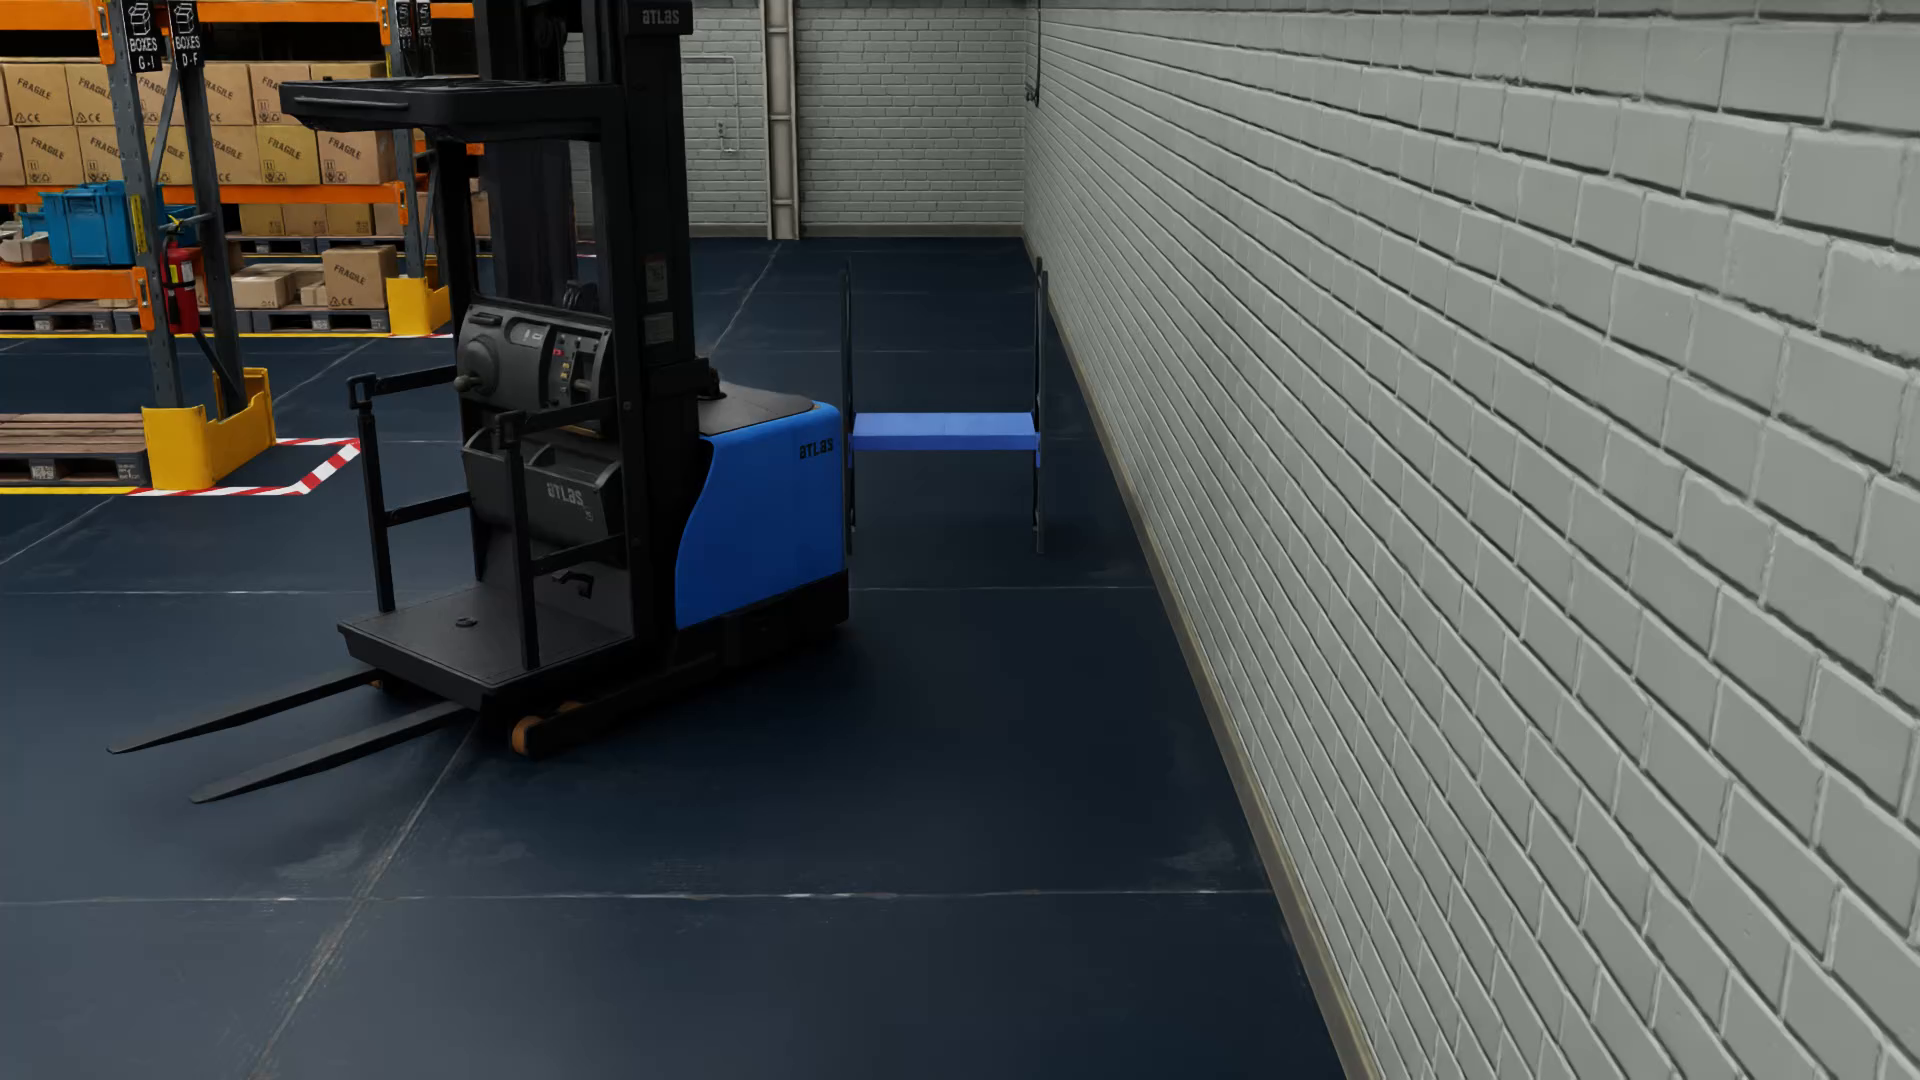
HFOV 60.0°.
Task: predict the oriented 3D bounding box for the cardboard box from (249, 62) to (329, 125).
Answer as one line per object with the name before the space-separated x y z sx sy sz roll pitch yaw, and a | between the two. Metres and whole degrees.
cardboard box | -5.745 -3.850 14.337 0.500 0.500 0.500 0 18 1

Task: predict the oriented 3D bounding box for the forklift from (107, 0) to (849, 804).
forklift | -1.844 -0.722 6.501 1.130 2.935 3.031 14 23 38

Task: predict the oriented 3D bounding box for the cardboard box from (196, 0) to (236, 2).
cardboard box | -6.309 -4.683 14.071 0.500 0.250 0.500 0 18 -1

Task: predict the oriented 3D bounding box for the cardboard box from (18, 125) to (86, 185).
cardboard box | -7.773 -3.366 14.465 0.500 0.500 0.500 0 18 0

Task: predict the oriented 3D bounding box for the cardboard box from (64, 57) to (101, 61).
cardboard box | -9.855 -5.384 19.010 0.500 0.250 0.500 0 18 0

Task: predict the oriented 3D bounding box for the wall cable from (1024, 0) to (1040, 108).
wall cable | 0.779 -6.224 18.801 0.112 2.526 3.097 0 18 -1

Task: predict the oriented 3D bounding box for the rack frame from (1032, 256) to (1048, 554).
rack frame | 0.423 -0.716 8.825 0.032 1.500 0.500 0 18 -1

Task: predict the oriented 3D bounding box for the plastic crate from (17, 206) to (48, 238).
plastic crate | -5.635 -1.947 10.382 0.300 0.233 0.416 0 18 -1

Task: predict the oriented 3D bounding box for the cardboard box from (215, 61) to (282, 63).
cardboard box | -6.270 -4.011 14.840 0.500 0.500 0.500 0 18 0

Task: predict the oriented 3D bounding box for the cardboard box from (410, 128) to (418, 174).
cardboard box | -5.247 -3.541 15.011 0.500 0.500 0.500 0 18 0

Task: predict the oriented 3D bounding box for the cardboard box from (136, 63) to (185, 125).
cardboard box | -6.777 -3.843 14.317 0.500 0.500 0.500 0 18 1

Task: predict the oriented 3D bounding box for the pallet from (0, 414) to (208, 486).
pallet | -5.550 -0.582 10.516 1.213 0.211 1.003 0 18 -1

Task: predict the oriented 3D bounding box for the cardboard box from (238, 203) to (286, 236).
cardboard box | -8.132 -3.890 19.669 0.500 0.500 0.700 0 18 0

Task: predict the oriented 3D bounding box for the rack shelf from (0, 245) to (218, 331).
rack shelf | -6.725 -1.550 10.145 4.000 0.370 1.077 0 18 -1

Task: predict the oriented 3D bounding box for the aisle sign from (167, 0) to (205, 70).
aisle sign | -4.658 -3.231 9.952 0.004 0.787 0.394 0 18 -1

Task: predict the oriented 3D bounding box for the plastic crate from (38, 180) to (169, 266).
plastic crate | -5.057 -1.889 9.868 0.499 0.435 0.616 0 18 -1

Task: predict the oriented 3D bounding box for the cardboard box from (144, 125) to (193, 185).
cardboard box | -6.764 -3.370 14.480 0.500 0.500 0.500 -1 18 -2

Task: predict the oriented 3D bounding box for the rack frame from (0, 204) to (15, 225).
rack frame | -8.799 -3.395 14.722 0.127 3.000 1.000 0 18 -1

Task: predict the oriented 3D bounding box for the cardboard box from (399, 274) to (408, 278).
cardboard box | -5.224 -2.370 15.471 0.250 0.149 0.380 0 18 -1

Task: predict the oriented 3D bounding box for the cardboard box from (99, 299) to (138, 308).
cardboard box | -7.511 -2.199 14.910 0.250 0.166 0.380 0 18 -1

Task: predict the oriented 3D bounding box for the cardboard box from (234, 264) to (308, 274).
cardboard box | -6.348 -2.394 15.381 0.500 0.250 0.500 0 18 -1

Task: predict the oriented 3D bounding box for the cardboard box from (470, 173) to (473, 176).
cardboard box | -5.964 -4.271 19.795 0.250 0.149 0.380 0 18 -1

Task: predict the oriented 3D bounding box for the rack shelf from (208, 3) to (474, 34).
rack shelf | -6.881 -6.004 19.120 4.000 0.370 1.077 0 18 -1

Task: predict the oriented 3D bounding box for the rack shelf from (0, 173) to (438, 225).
rack shelf | -6.799 -3.063 14.862 4.000 0.370 1.077 0 18 -1

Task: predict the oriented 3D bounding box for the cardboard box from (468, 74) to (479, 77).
cardboard box | -5.391 -5.065 19.435 0.700 0.700 0.980 1 18 2

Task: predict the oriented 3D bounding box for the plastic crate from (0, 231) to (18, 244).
plastic crate | -5.828 -1.749 9.922 0.243 0.136 0.396 0 18 -1

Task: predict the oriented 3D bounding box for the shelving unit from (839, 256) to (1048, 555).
shelving unit | -0.085 -0.714 8.817 1.048 1.500 0.538 0 18 -1

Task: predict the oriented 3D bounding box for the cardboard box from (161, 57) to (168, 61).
cardboard box | -9.344 -5.384 19.009 0.500 0.250 0.500 0 18 0

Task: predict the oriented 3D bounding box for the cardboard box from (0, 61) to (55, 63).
cardboard box | -8.298 -4.001 14.808 0.500 0.500 0.500 0 18 -1

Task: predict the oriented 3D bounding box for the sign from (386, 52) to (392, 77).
sign | -4.811 -3.947 14.028 0.005 0.325 0.100 0 18 -1

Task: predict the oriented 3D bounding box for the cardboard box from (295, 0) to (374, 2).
cardboard box | -5.309 -4.689 14.088 0.500 0.250 0.500 0 18 -1

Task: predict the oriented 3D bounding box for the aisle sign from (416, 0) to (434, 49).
aisle sign | -4.736 -4.743 14.665 0.004 0.787 0.394 0 18 -1

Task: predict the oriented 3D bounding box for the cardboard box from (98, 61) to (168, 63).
cardboard box | -7.281 -4.006 14.825 0.500 0.500 0.500 0 18 0

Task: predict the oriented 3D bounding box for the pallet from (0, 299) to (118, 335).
pallet | -8.112 -2.071 15.157 1.213 0.211 1.003 0 18 -1

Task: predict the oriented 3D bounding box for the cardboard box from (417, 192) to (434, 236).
cardboard box | -6.080 -3.901 19.702 0.500 0.500 0.700 0 18 -1

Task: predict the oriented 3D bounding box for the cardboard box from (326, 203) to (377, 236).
cardboard box | -7.116 -3.894 19.679 0.500 0.500 0.700 0 18 0

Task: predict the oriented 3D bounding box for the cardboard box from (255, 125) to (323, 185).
cardboard box | -5.762 -3.373 14.489 0.500 0.500 0.500 0 18 0

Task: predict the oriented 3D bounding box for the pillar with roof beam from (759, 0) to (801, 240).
pillar with roof beam | -2.127 -6.747 15.347 0.400 9.000 9.100 0 18 -1

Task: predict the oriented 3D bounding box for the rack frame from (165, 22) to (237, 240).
rack frame | -8.881 -4.908 19.438 0.127 3.000 1.000 0 18 -1

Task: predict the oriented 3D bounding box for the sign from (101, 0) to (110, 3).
sign | -4.700 -3.112 9.100 0.005 0.325 0.100 0 18 -1

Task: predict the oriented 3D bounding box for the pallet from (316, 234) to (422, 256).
pallet | -6.897 -3.567 19.822 1.213 0.211 1.003 0 18 -1

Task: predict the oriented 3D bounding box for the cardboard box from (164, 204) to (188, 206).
cardboard box | -9.529 -4.042 19.569 0.750 0.750 0.750 0 18 0

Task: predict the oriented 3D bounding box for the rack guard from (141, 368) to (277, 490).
rack guard | -4.701 -0.716 10.460 0.348 0.500 1.175 0 18 -1

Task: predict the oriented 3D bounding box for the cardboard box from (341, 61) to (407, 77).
cardboard box | -5.247 -4.017 14.858 0.500 0.500 0.500 0 18 1

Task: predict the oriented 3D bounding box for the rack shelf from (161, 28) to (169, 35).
rack shelf | -10.881 -5.984 19.060 4.000 0.370 1.077 0 18 -1

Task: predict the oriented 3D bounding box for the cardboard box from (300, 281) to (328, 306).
cardboard box | -5.746 -2.223 14.984 0.250 0.166 0.380 0 18 -1

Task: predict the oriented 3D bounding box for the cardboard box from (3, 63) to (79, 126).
cardboard box | -7.808 -3.838 14.301 0.500 0.500 0.500 -1 18 -3

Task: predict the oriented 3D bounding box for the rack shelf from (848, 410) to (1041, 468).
rack shelf | -0.085 -0.542 8.872 1.000 0.185 0.538 0 18 -1

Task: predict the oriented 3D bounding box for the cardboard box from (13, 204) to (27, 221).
cardboard box | -11.267 -4.031 19.535 0.750 0.750 0.750 0 18 -1

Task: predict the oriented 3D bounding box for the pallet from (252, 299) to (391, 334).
pallet | -5.673 -2.082 15.194 1.213 0.211 1.003 0 18 -1
